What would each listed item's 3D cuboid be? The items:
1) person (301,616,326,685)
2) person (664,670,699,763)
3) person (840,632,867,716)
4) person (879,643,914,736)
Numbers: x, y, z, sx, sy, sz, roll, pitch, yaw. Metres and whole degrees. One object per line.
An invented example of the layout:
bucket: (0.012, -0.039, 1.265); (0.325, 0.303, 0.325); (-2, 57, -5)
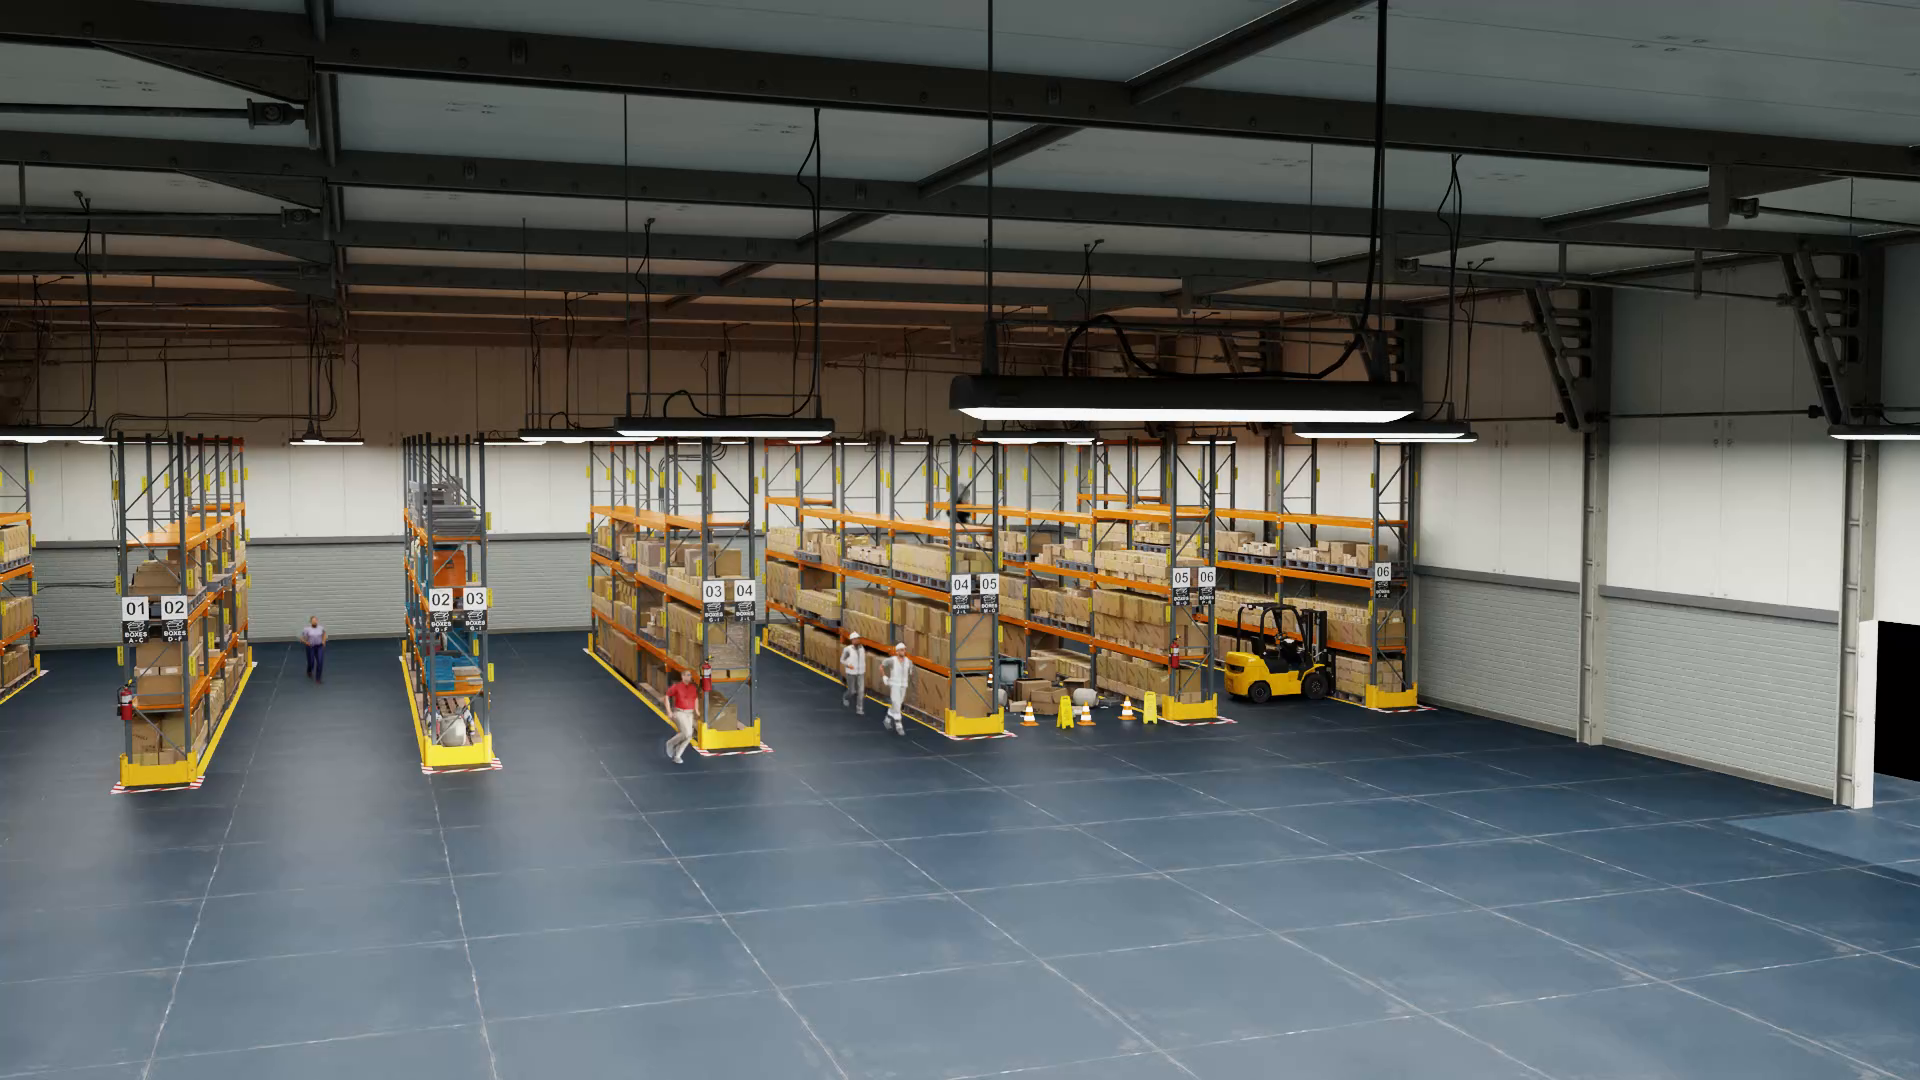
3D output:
person: (-15.730, 2.677, 40.532); (0.607, 1.648, 0.841); (-2, 4, -32)
person: (-5.001, 3.212, 30.362); (0.539, 1.649, 0.700); (3, 4, 39)
person: (-2.267, 2.863, 35.809); (0.662, 1.764, 0.914); (-2, 4, -26)
person: (-1.212, 2.947, 33.250); (0.657, 1.773, 0.988); (-2, 4, -35)
